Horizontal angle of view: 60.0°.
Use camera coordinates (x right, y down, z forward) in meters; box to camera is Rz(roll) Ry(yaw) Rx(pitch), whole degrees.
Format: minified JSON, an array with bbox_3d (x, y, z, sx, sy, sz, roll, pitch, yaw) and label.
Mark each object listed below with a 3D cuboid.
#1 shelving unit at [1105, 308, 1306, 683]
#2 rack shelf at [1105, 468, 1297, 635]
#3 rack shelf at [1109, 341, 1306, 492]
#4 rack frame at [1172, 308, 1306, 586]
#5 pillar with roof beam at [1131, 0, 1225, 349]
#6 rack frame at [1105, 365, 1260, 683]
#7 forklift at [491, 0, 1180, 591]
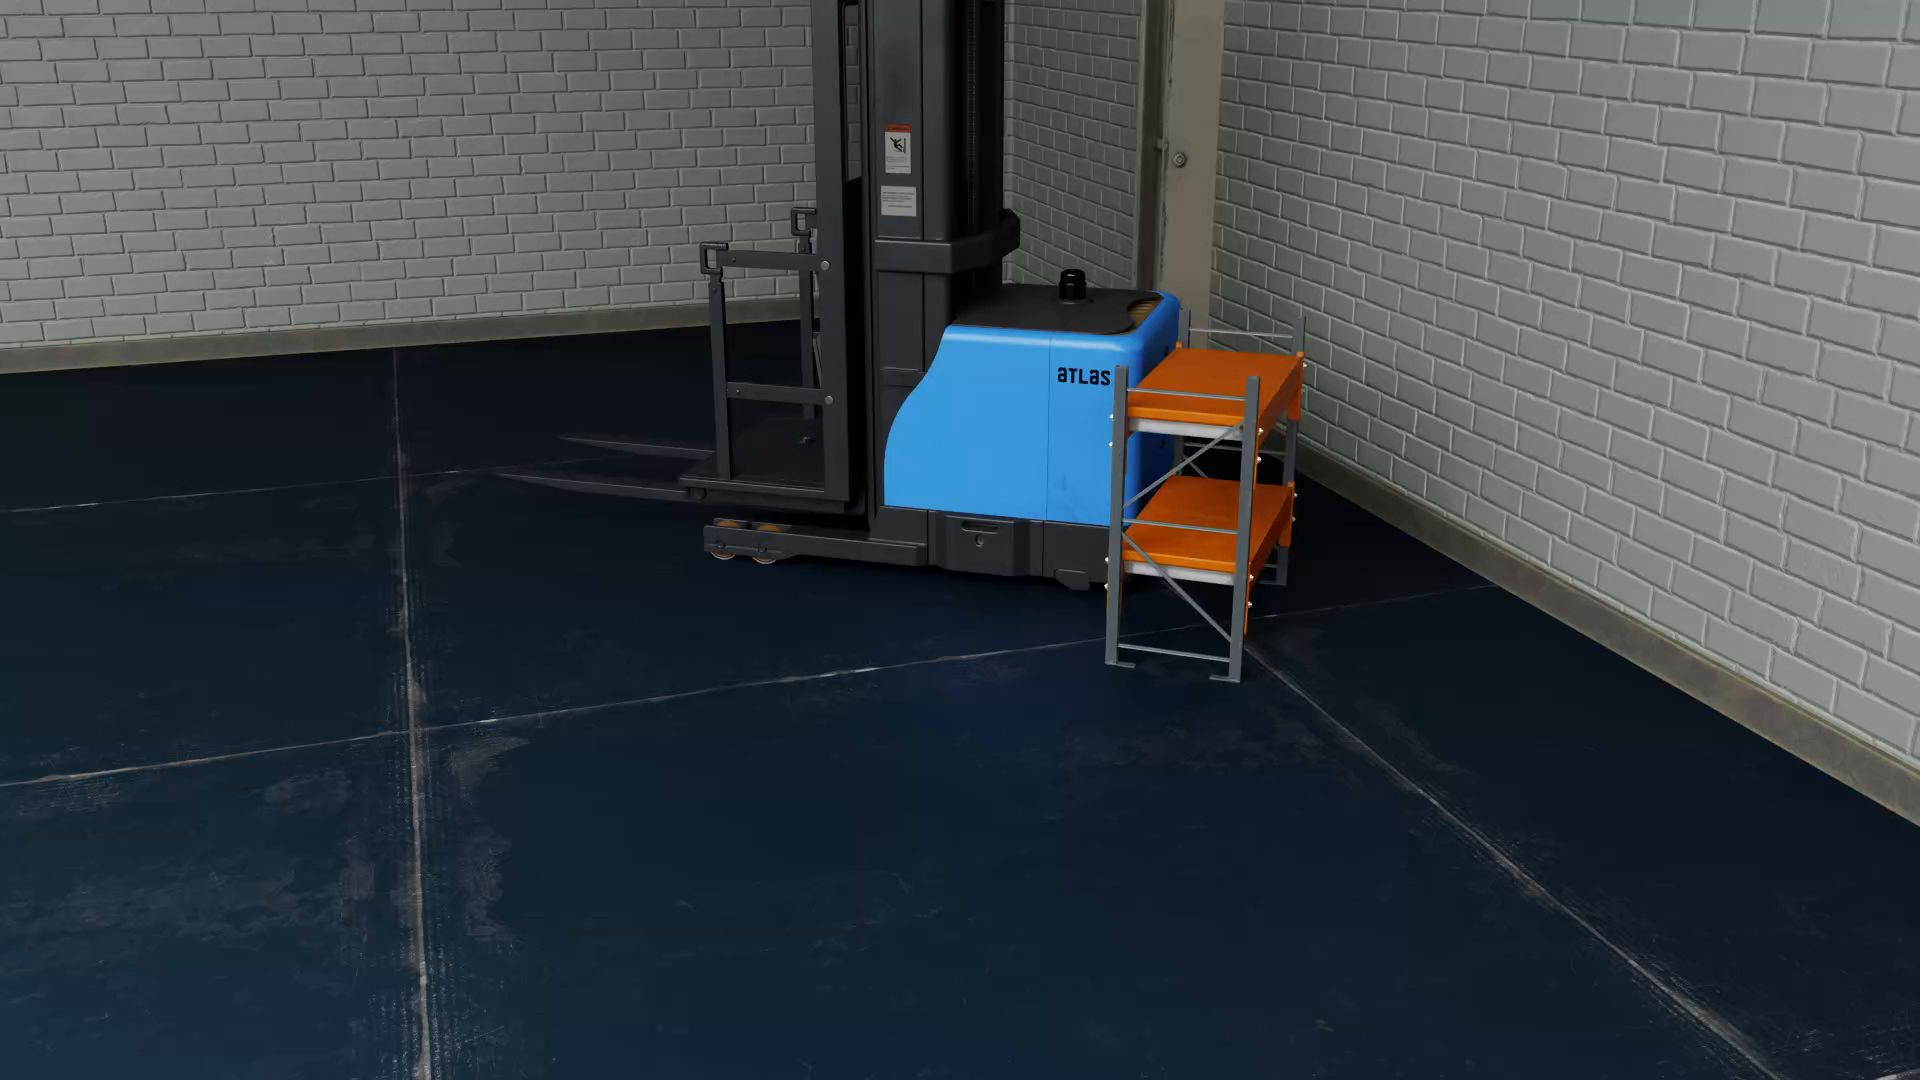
[{"bbox_3d":[0.947,-0.209,6.334,0.538,1.125,1.048,7,21,18],"label":"shelving unit"},{"bbox_3d":[0.947,0.021,6.417,0.538,0.278,1.000,7,21,18],"label":"rack shelf"},{"bbox_3d":[0.947,-0.484,6.235,0.538,0.278,1.000,7,21,18],"label":"rack shelf"},{"bbox_3d":[1.118,-0.371,6.784,0.500,1.125,0.032,7,21,18],"label":"rack frame"},{"bbox_3d":[-2.910,-4.539,6.742,9.100,9.000,0.400,-6,21,-17],"label":"pillar with roof beam"},{"bbox_3d":[0.777,-0.047,5.883,0.500,1.125,0.032,7,21,18],"label":"rack frame"},{"bbox_3d":[-0.603,-1.440,7.089,3.031,2.935,1.130,6,21,15],"label":"forklift"}]
